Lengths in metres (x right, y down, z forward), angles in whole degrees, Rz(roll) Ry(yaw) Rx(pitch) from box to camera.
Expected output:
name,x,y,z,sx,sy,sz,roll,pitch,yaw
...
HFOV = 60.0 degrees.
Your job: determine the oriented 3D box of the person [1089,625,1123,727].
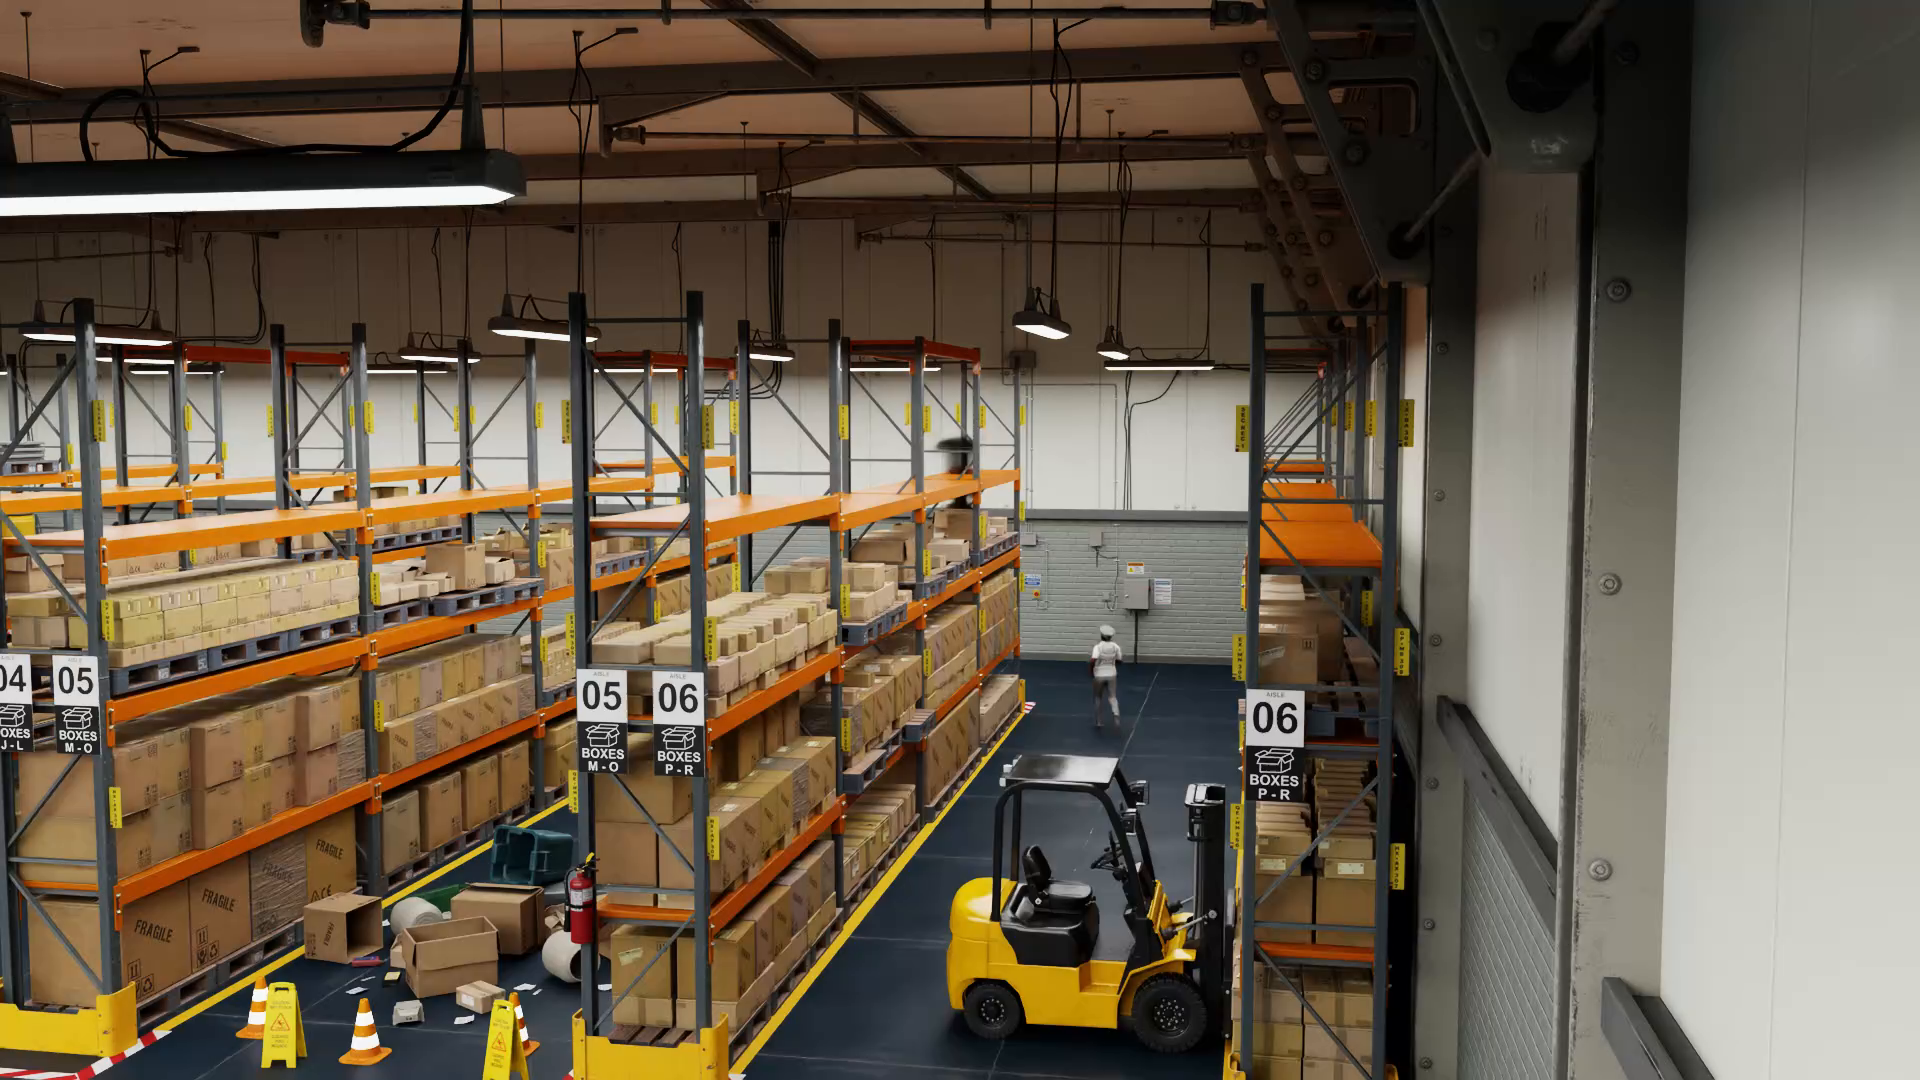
name,x,y,z,sx,sy,sz,roll,pitch,yaw
person,2.322,2.188,26.550,0.579,1.661,0.866,-1,5,-10
